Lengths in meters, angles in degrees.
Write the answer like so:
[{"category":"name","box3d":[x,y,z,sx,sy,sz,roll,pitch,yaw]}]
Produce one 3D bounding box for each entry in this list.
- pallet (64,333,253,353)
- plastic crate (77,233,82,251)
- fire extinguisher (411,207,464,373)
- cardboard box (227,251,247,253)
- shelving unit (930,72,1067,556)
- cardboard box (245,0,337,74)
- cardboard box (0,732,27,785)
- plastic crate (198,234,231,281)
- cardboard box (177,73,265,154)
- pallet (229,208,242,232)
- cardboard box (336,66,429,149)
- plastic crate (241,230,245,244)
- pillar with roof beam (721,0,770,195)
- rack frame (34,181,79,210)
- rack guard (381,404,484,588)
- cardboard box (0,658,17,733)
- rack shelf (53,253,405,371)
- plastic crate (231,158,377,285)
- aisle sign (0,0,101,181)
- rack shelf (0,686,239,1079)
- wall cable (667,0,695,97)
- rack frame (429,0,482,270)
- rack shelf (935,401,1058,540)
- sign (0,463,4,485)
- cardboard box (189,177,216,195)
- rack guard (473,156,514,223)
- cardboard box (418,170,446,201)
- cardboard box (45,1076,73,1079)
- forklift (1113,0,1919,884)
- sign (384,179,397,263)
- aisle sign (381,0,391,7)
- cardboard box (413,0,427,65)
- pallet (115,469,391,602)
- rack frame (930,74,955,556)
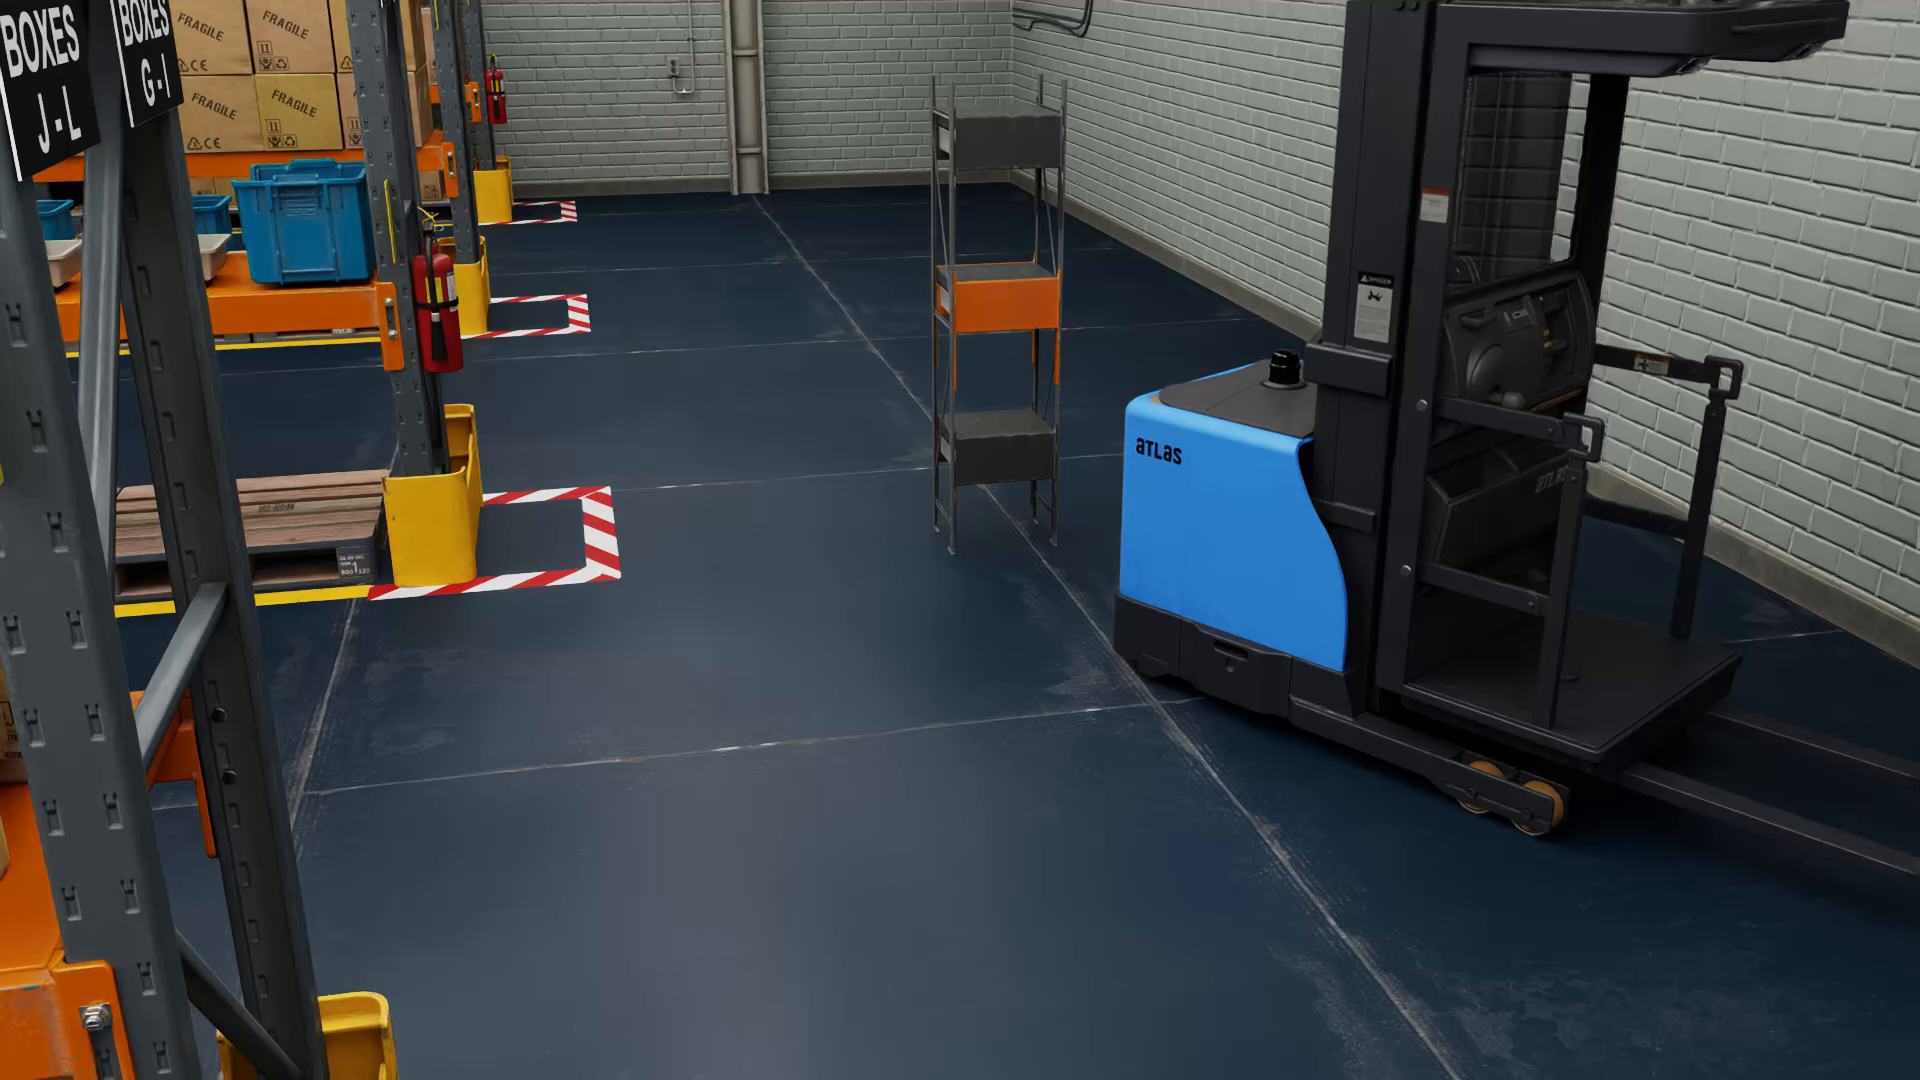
[{"category":"pallet","box3d":[-5.622,-1.582,11.828,1.213,0.211,1.003,-5,21,-12]},{"category":"plastic crate","box3d":[-3.759,-1.342,7.413,0.298,0.136,0.250,-5,21,-12]},{"category":"fire extinguisher","box3d":[-2.200,-1.047,6.965,0.183,0.674,0.296,-5,21,-12]},{"category":"cardboard box","box3d":[-5.155,-1.945,12.121,0.500,0.250,0.500,-5,21,-12]},{"category":"shelving unit","box3d":[0.161,-0.999,7.489,0.503,2.100,0.431,-5,21,-12]},{"category":"cardboard box","box3d":[-4.449,-3.405,11.151,0.500,0.500,0.500,-4,21,-11]},{"category":"cardboard box","box3d":[-1.733,0.295,3.013,0.250,0.149,0.380,-4,21,-12]},{"category":"plastic crate","box3d":[-3.203,-1.177,6.964,0.243,0.136,0.396,-5,21,-12]},{"category":"cardboard box","box3d":[-4.952,-2.897,11.217,0.500,0.500,0.500,-4,21,-12]},{"category":"pallet","box3d":[-6.676,-3.220,16.299,1.213,0.211,1.003,-5,21,-12]},{"category":"cardboard box","box3d":[-3.961,-2.977,11.435,0.500,0.500,0.500,-4,20,-11]},{"category":"plastic crate","box3d":[-3.099,-1.396,7.560,0.298,0.136,0.250,-5,21,-12]},{"category":"pillar with roof beam","box3d":[-1.312,-6.594,12.732,0.400,9.000,9.100,-5,21,-12]},{"category":"rack frame","box3d":[-8.624,-4.398,15.459,0.127,3.000,1.000,-5,21,-12]},{"category":"rack guard","box3d":[-2.431,-0.231,7.718,0.348,0.500,1.175,-5,21,-12]},{"category":"cardboard box","box3d":[-1.841,0.138,2.862,0.500,0.250,0.500,-5,21,-14]},{"category":"rack shelf","box3d":[-4.398,-0.902,6.962,4.000,0.370,1.077,-5,21,-12]},{"category":"plastic crate","box3d":[-2.734,-1.354,7.011,0.499,0.435,0.616,-5,21,-12]},{"category":"aisle sign","box3d":[-1.173,-0.866,2.039,0.004,0.787,0.394,-5,21,-12]},{"category":"rack shelf","box3d":[-3.258,0.756,2.436,4.000,0.370,1.077,-5,21,-12]},{"category":"wall cable","box3d":[-3.703,-5.609,17.290,1.851,1.984,0.084,-5,21,-12]},{"category":"rack frame","box3d":[-3.588,-3.057,11.798,0.127,3.000,1.000,-5,21,-12]},{"category":"rack shelf","box3d":[0.161,-0.329,7.735,0.480,0.518,0.431,-5,21,-12]},{"category":"sign","box3d":[-1.200,-0.212,2.006,0.005,0.325,0.100,-5,21,-12]},{"category":"cardboard box","box3d":[-7.383,-3.485,15.990,0.500,0.500,0.700,-5,21,-13]},{"category":"rack guard","box3d":[-4.708,-3.543,16.759,0.348,0.500,1.175,-5,21,-12]},{"category":"cardboard box","box3d":[-5.389,-3.649,16.439,0.500,0.500,0.700,-5,21,-12]},{"category":"cardboard box","box3d":[-1.916,1.138,2.827,0.875,0.875,0.875,-5,21,-12]},{"category":"forklift","box3d":[1.984,-0.642,5.307,1.130,2.935,3.031,-19,27,-41]},{"category":"sign","box3d":[-2.309,-1.292,6.743,0.005,0.325,0.100,-5,21,-12]},{"category":"aisle sign","box3d":[-2.314,-2.527,6.571,0.004,0.787,0.394,-5,21,-12]},{"category":"cardboard box","box3d":[-4.080,-3.626,11.754,0.500,0.500,0.500,-4,20,-11]},{"category":"pallet","box3d":[-3.263,-0.037,7.608,1.213,0.211,1.003,-5,21,-12]},{"category":"rack frame","box3d":[-0.076,-0.980,7.437,0.015,2.100,0.400,-5,21,-12]}]
